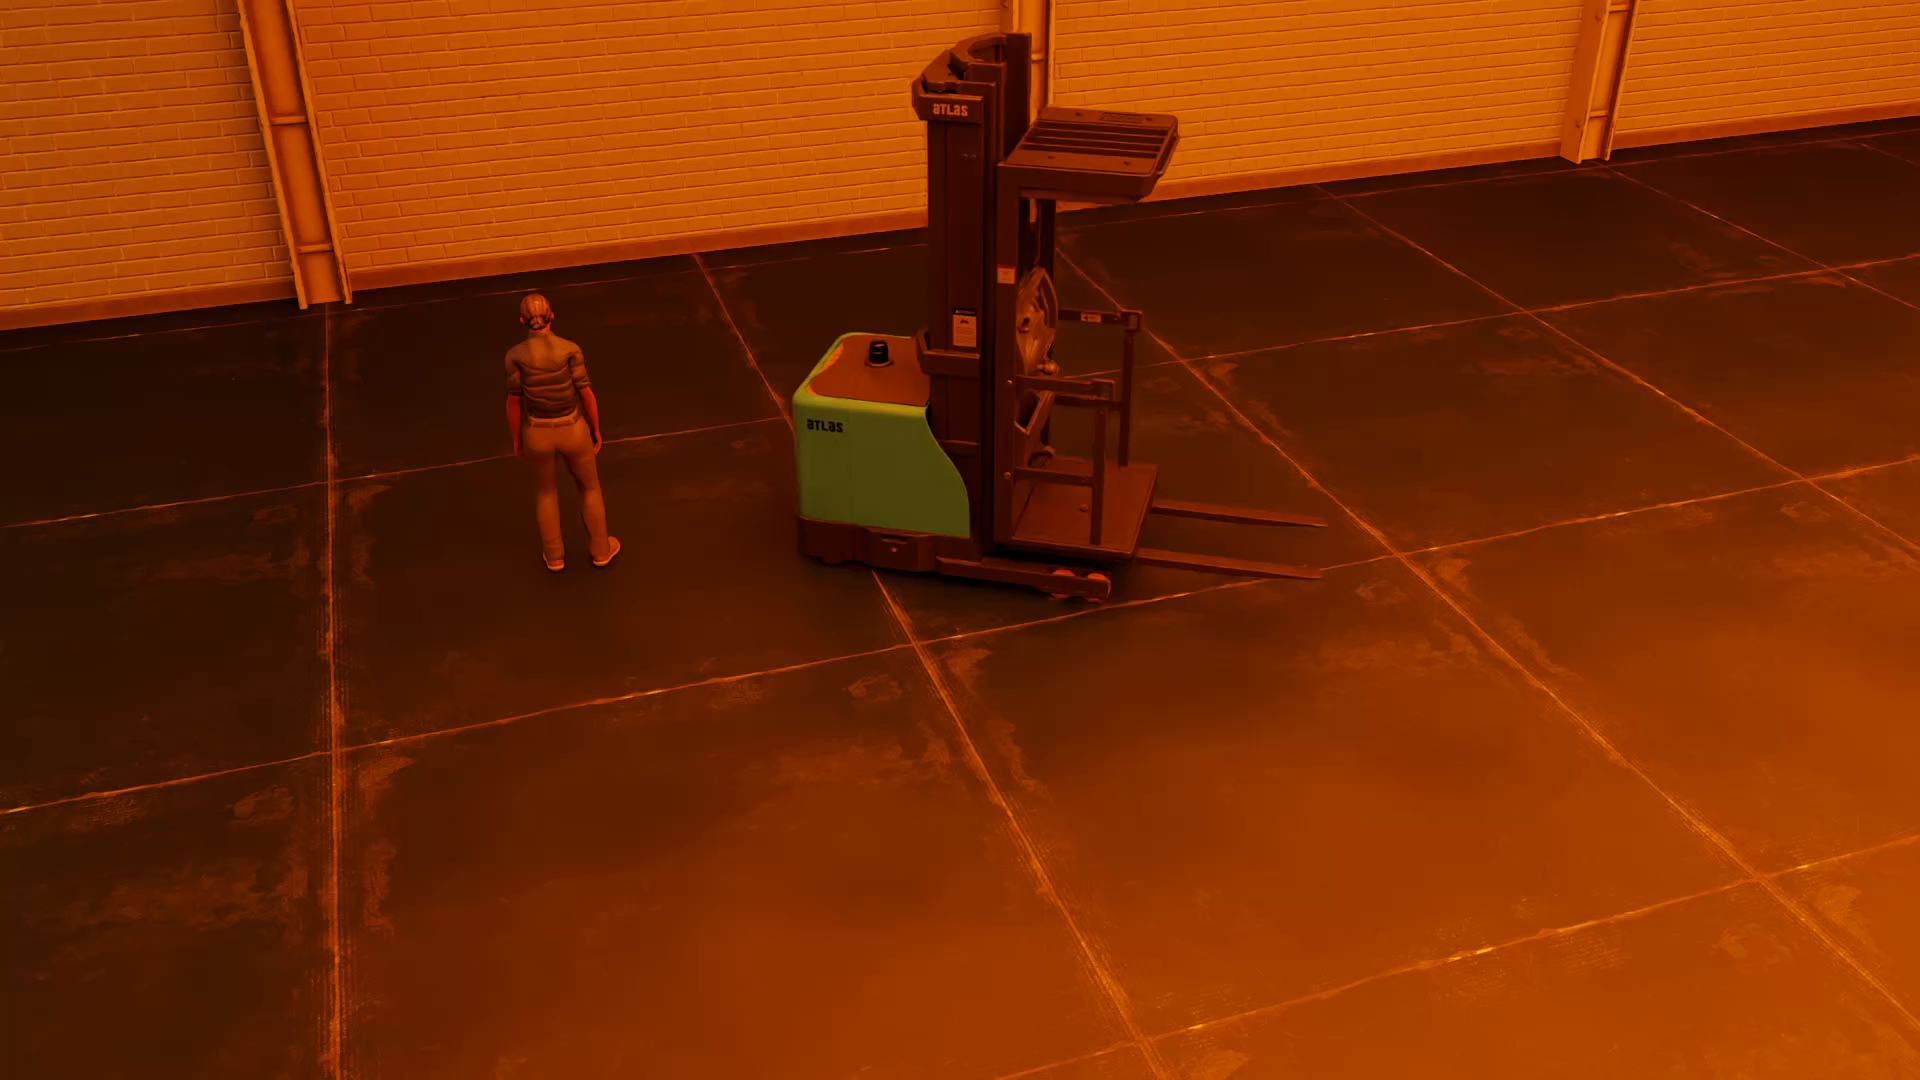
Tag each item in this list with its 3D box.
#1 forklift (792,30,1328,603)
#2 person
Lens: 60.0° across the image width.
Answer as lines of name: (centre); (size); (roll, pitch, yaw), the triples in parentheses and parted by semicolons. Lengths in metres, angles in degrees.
forklift: (0.614, -1.206, 9.183); (3.031, 2.935, 1.130); (7, 31, 12)
person: (-2.270, -0.594, 9.403); (0.522, 1.653, 0.349); (-5, 30, -9)
